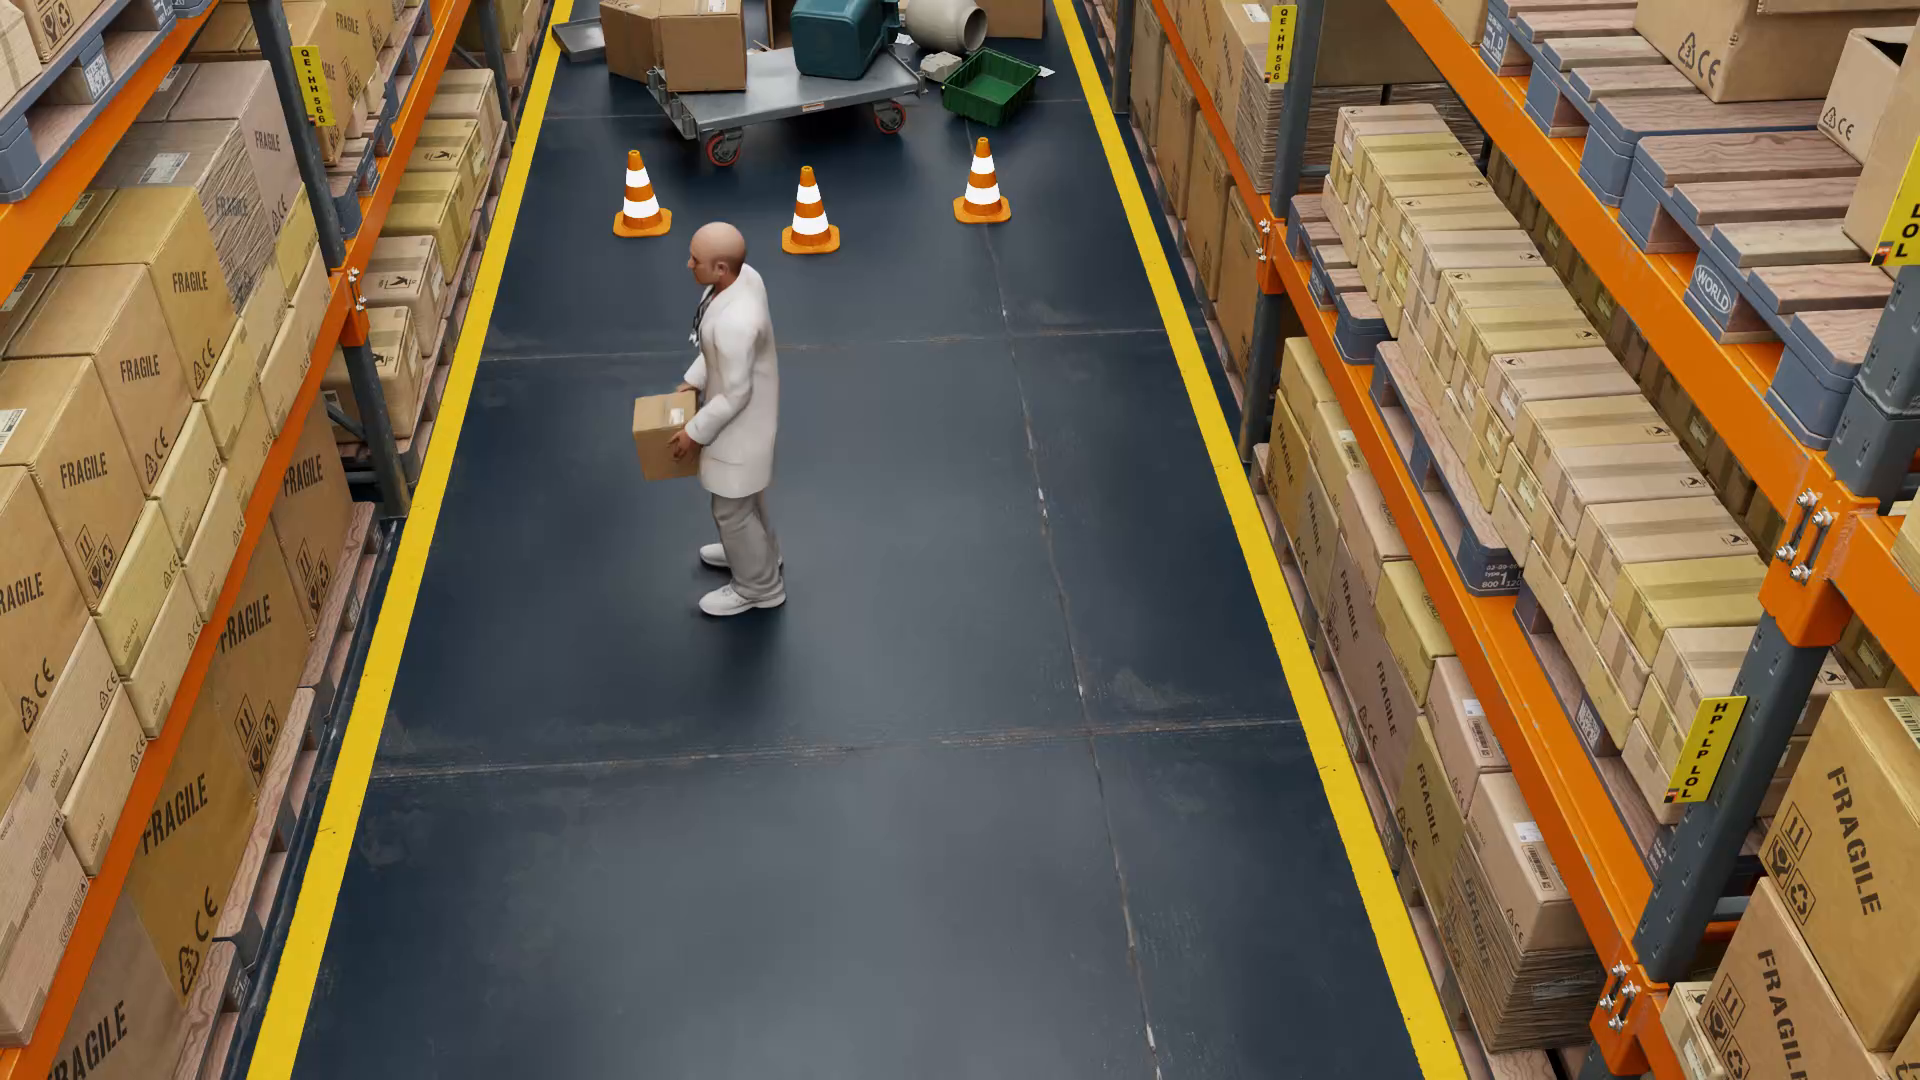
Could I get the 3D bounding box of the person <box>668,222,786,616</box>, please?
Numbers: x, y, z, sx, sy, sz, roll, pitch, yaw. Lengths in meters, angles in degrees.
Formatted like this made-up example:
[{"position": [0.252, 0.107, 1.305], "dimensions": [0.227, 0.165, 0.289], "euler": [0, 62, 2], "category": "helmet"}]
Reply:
[{"position": [-0.954, -0.487, 6.770], "dimensions": [0.455, 1.782, 0.577], "euler": [-4, 39, -5], "category": "person"}]
